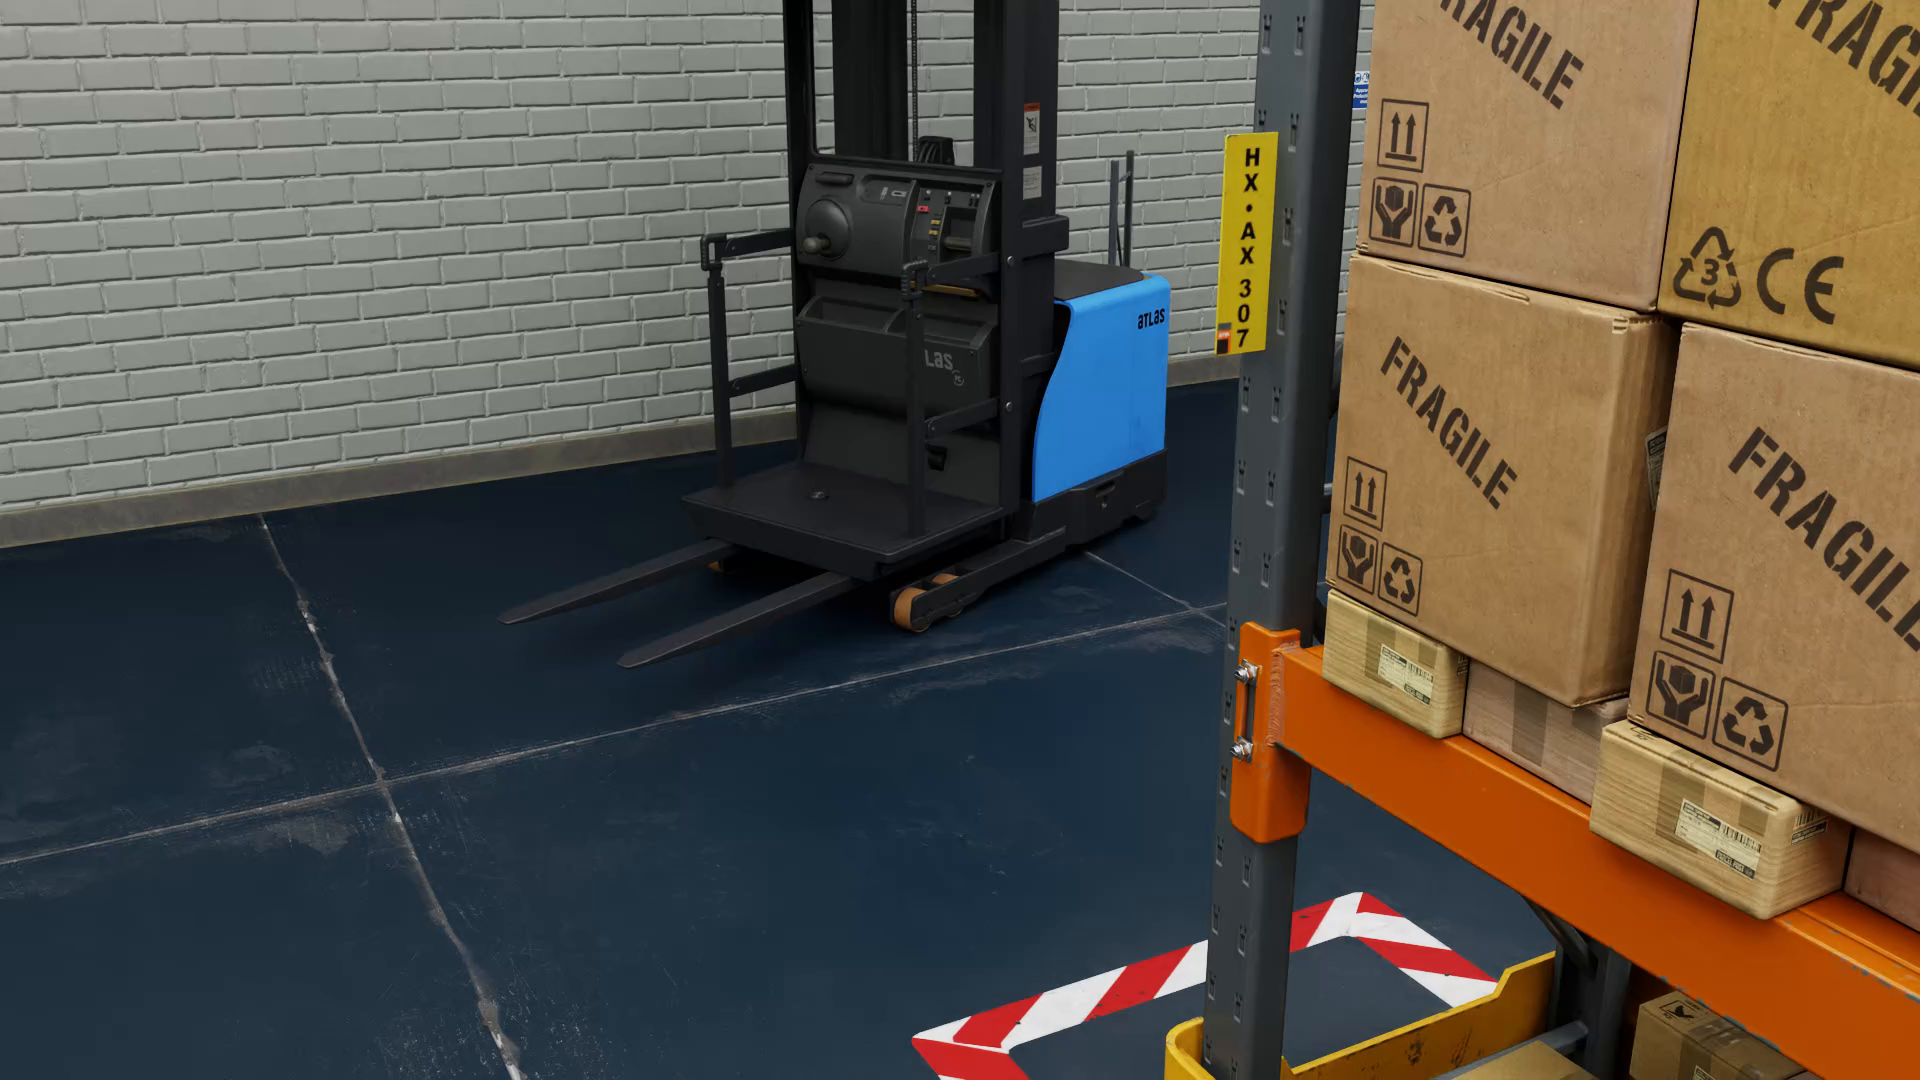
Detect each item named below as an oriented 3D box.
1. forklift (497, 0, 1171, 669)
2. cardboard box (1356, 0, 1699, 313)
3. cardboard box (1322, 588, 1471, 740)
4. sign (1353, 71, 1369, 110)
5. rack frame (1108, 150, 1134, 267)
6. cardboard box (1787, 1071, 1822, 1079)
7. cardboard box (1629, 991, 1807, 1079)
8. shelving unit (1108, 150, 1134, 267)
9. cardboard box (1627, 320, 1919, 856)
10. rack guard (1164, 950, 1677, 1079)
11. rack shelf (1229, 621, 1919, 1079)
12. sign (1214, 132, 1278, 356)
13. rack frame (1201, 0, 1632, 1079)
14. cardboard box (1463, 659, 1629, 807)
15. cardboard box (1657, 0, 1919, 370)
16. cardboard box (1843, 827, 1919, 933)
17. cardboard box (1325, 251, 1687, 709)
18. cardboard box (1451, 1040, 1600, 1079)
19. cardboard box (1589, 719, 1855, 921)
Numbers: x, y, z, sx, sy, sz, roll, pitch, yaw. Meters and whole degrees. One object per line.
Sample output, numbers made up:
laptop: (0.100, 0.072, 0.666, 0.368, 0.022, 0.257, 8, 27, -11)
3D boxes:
forklift: (-0.384, -1.225, 6.189, 1.130, 2.935, 3.031, 14, 24, 36)
cardboard box: (0.886, -0.605, 2.144, 0.500, 0.500, 0.500, -10, 21, -27)
cardboard box: (0.772, 0.148, 2.489, 0.380, 0.149, 0.250, -10, 21, -27)
sign: (2.445, -2.663, 9.837, 0.327, 0.218, 0.001, -10, 21, -27)
rack frame: (0.752, -1.065, 7.916, 0.032, 1.500, 0.500, 5, 19, 14)
cardboard box: (1.450, 0.947, 2.603, 0.380, 0.149, 0.250, -10, 21, -26)
cardboard box: (1.381, 0.866, 2.838, 0.380, 0.149, 0.250, -10, 21, -26)
shelving unit: (0.259, -1.106, 8.035, 1.048, 1.500, 0.538, 5, 19, 14)
cardboard box: (1.153, 0.019, 1.869, 0.500, 0.500, 0.500, -10, 21, -27)
rack guard: (0.943, 1.089, 3.209, 1.175, 0.500, 0.348, -10, 21, -27)
rack shelf: (1.856, 0.800, 1.318, 1.077, 0.370, 4.000, -10, 21, -27)
sign: (0.429, -0.440, 2.480, 0.100, 0.325, 0.005, -10, 21, -27)
rack frame: (0.904, -0.114, 2.863, 0.949, 2.616, 0.053, -10, 21, -27)
cardboard box: (0.929, 0.215, 2.296, 0.380, 0.149, 0.250, -9, 21, -25)
cardboard box: (1.131, -0.461, 1.727, 0.500, 0.500, 0.500, -9, 21, -25)
cardboard box: (1.254, 0.353, 1.894, 0.380, 0.149, 0.250, -9, 21, -24)
cardboard box: (0.877, -0.131, 2.303, 0.500, 0.500, 0.500, -9, 21, -24)
cardboard box: (0.856, 0.956, 2.576, 0.380, 0.149, 0.250, -11, 22, -29)
cardboard box: (1.010, 0.300, 2.048, 0.380, 0.149, 0.250, -11, 22, -28)
